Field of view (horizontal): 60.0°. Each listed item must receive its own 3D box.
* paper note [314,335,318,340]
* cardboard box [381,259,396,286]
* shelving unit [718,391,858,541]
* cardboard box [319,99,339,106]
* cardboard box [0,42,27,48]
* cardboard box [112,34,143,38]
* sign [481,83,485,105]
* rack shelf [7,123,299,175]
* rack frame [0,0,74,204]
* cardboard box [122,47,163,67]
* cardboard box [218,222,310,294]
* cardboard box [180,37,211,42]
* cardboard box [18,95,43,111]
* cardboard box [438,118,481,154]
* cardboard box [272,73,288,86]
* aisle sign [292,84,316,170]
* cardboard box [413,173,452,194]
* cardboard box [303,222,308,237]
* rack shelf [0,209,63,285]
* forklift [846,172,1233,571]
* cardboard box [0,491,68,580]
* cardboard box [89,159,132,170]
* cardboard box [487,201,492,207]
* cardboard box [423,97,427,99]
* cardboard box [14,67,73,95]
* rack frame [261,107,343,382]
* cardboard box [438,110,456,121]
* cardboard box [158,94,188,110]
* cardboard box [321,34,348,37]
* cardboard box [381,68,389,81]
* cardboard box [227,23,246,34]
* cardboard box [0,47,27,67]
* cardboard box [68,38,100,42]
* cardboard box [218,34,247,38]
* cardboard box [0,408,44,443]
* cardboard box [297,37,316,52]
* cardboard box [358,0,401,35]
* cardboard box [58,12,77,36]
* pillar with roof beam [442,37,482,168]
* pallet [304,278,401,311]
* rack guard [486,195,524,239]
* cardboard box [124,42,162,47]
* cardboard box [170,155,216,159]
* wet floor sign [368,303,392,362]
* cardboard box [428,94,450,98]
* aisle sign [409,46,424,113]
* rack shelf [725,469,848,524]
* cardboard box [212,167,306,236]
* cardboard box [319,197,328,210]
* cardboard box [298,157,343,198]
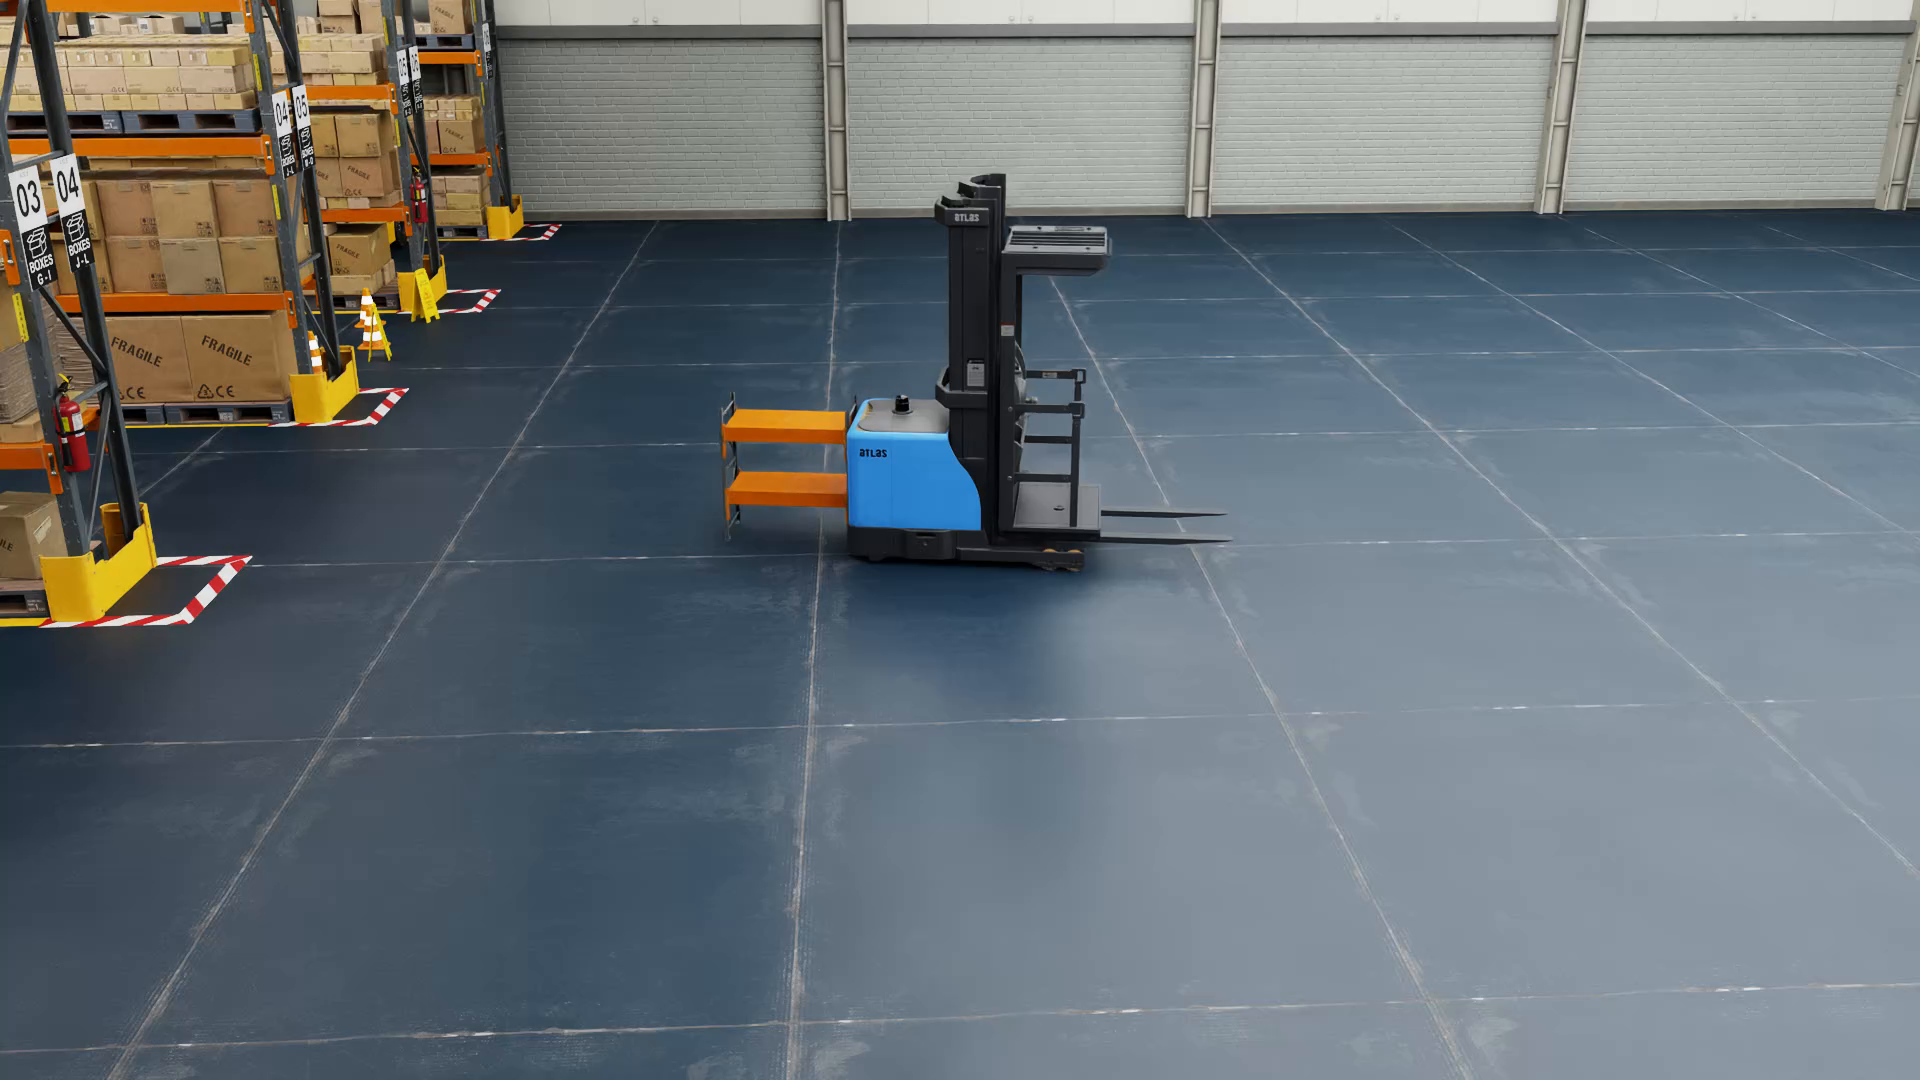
[{"bbox_3d":[-7.787,-2.423,19.943,0.142,0.019,0.148,-9,23,-22],"label":"paper note"},{"bbox_3d":[-7.778,-3.530,21.952,0.500,0.250,0.500,-1,21,-3],"label":"cardboard box"},{"bbox_3d":[-1.380,-0.591,13.592,1.048,1.125,0.538,2,21,4],"label":"shelving unit"},{"bbox_3d":[-9.621,-6.664,25.437,0.250,0.149,0.380,-1,21,-3],"label":"cardboard box"},{"bbox_3d":[-9.209,-4.741,16.145,0.250,0.149,0.380,-1,21,-3],"label":"cardboard box"},{"bbox_3d":[-10.392,-6.230,20.785,0.250,0.149,0.380,-2,21,-4],"label":"cardboard box"},{"bbox_3d":[-7.227,-6.759,25.199,0.005,0.325,0.100,-1,21,-3],"label":"sign"},{"bbox_3d":[-8.571,-3.806,16.197,4.000,0.370,1.077,-1,21,-3],"label":"rack shelf"},{"bbox_3d":[-6.392,-3.821,11.009,0.127,3.000,1.000,-1,21,-3],"label":"rack frame"},{"bbox_3d":[-7.654,-4.538,15.611,0.250,0.149,0.380,-1,21,-2],"label":"cardboard box"},{"bbox_3d":[-6.942,-2.827,16.621,0.550,0.550,0.875,-1,21,-3],"label":"cardboard box"},{"bbox_3d":[-9.321,-6.050,20.311,0.250,0.149,0.380,-1,21,-4],"label":"cardboard box"},{"bbox_3d":[-8.666,-4.145,15.698,0.250,0.149,0.380,-1,21,-2],"label":"cardboard box"},{"bbox_3d":[-7.721,-6.244,25.665,0.500,0.500,0.500,-2,21,-4],"label":"cardboard box"},{"bbox_3d":[-8.314,-5.702,20.519,0.250,0.149,0.380,-1,21,-3],"label":"cardboard box"},{"bbox_3d":[-6.520,-4.104,16.531,0.004,0.787,0.394,-1,21,-3],"label":"aisle sign"},{"bbox_3d":[-8.196,-5.546,25.842,0.500,0.250,0.500,-1,21,-2],"label":"cardboard box"},{"bbox_3d":[-8.356,-3.958,21.110,0.250,0.149,0.380,-1,21,-2],"label":"cardboard box"},{"bbox_3d":[-8.388,-2.042,11.564,4.000,0.370,1.077,-1,21,-3],"label":"rack shelf"},{"bbox_3d":[0.654,-1.323,12.977,3.031,2.935,1.130,2,21,4],"label":"forklift"},{"bbox_3d":[-7.016,-0.038,12.429,0.500,0.500,0.500,3,21,7],"label":"cardboard box"},{"bbox_3d":[-10.496,-4.552,20.802,0.500,0.500,0.500,-1,21,-3],"label":"cardboard box"},{"bbox_3d":[-7.746,-5.271,26.525,0.500,0.250,0.500,-1,21,-3],"label":"cardboard box"},{"bbox_3d":[-8.347,-6.698,25.527,0.250,0.149,0.380,-1,21,-3],"label":"cardboard box"},{"bbox_3d":[-8.551,-4.356,15.692,0.500,0.250,0.500,-1,21,-3],"label":"cardboard box"},{"bbox_3d":[-6.574,-2.781,16.710,0.127,3.000,1.000,-1,21,-3],"label":"rack frame"},{"bbox_3d":[-7.828,-6.528,25.499,0.250,0.149,0.380,-1,21,-2],"label":"cardboard box"},{"bbox_3d":[-7.394,-4.171,15.767,0.250,0.149,0.380,-1,21,-2],"label":"cardboard box"},{"bbox_3d":[-7.828,-6.266,20.879,0.250,0.149,0.380,-1,21,-3],"label":"cardboard box"},{"bbox_3d":[-7.307,-5.930,21.119,0.250,0.149,0.380,-1,21,-3],"label":"cardboard box"},{"bbox_3d":[-10.773,-7.648,24.900,0.250,0.149,0.380,-1,21,-2],"label":"cardboard box"},{"bbox_3d":[-8.914,-4.513,15.544,0.250,0.149,0.380,-1,21,-3],"label":"cardboard box"},{"bbox_3d":[-10.618,-6.004,20.191,0.250,0.149,0.380,-2,21,-4],"label":"cardboard box"},{"bbox_3d":[-9.104,-6.263,20.871,0.250,0.149,0.380,-1,21,-2],"label":"cardboard box"},{"bbox_3d":[-6.664,-0.820,11.913,0.250,0.149,0.380,-1,21,-3],"label":"cardboard box"},{"bbox_3d":[-8.048,-6.093,20.424,0.250,0.149,0.380,-1,21,-3],"label":"cardboard box"},{"bbox_3d":[-8.701,-7.911,25.098,0.500,0.500,0.700,-1,21,-3],"label":"cardboard box"},{"bbox_3d":[-13.478,-7.778,24.749,0.500,0.500,0.500,-1,21,-2],"label":"cardboard box"},{"bbox_3d":[-7.745,-7.881,21.674,0.400,9.000,9.100,-1,21,-3],"label":"pillar with roof beam"},{"bbox_3d":[-7.846,-3.229,21.805,1.213,0.211,1.003,-1,21,-3],"label":"pallet"},{"bbox_3d":[-7.220,-5.133,26.400,0.348,0.500,1.175,-1,21,-3],"label":"rack guard"},{"bbox_3d":[-7.940,-4.767,16.212,0.250,0.149,0.380,-2,21,-4],"label":"cardboard box"},{"bbox_3d":[-9.485,-5.044,20.690,0.500,0.500,0.700,-2,21,-4],"label":"cardboard box"},{"bbox_3d":[-6.658,-2.385,18.978,0.232,0.644,0.267,-5,21,-12],"label":"wet floor sign"},{"bbox_3d":[-8.118,-6.855,25.939,0.250,0.149,0.380,-1,21,-2],"label":"cardboard box"},{"bbox_3d":[-6.913,-5.864,21.153,0.004,0.787,0.394,-1,21,-3],"label":"aisle sign"},{"bbox_3d":[-1.380,-0.363,13.679,1.000,0.278,0.538,2,21,4],"label":"rack shelf"},{"bbox_3d":[-6.947,-3.362,16.507,0.550,0.550,0.875,-1,21,-3],"label":"cardboard box"},{"bbox_3d":[-8.078,-4.278,20.995,0.250,0.149,0.380,-1,21,-2],"label":"cardboard box"},{"bbox_3d":[-7.984,-4.606,20.944,0.500,0.500,0.500,-1,21,-3],"label":"cardboard box"}]
